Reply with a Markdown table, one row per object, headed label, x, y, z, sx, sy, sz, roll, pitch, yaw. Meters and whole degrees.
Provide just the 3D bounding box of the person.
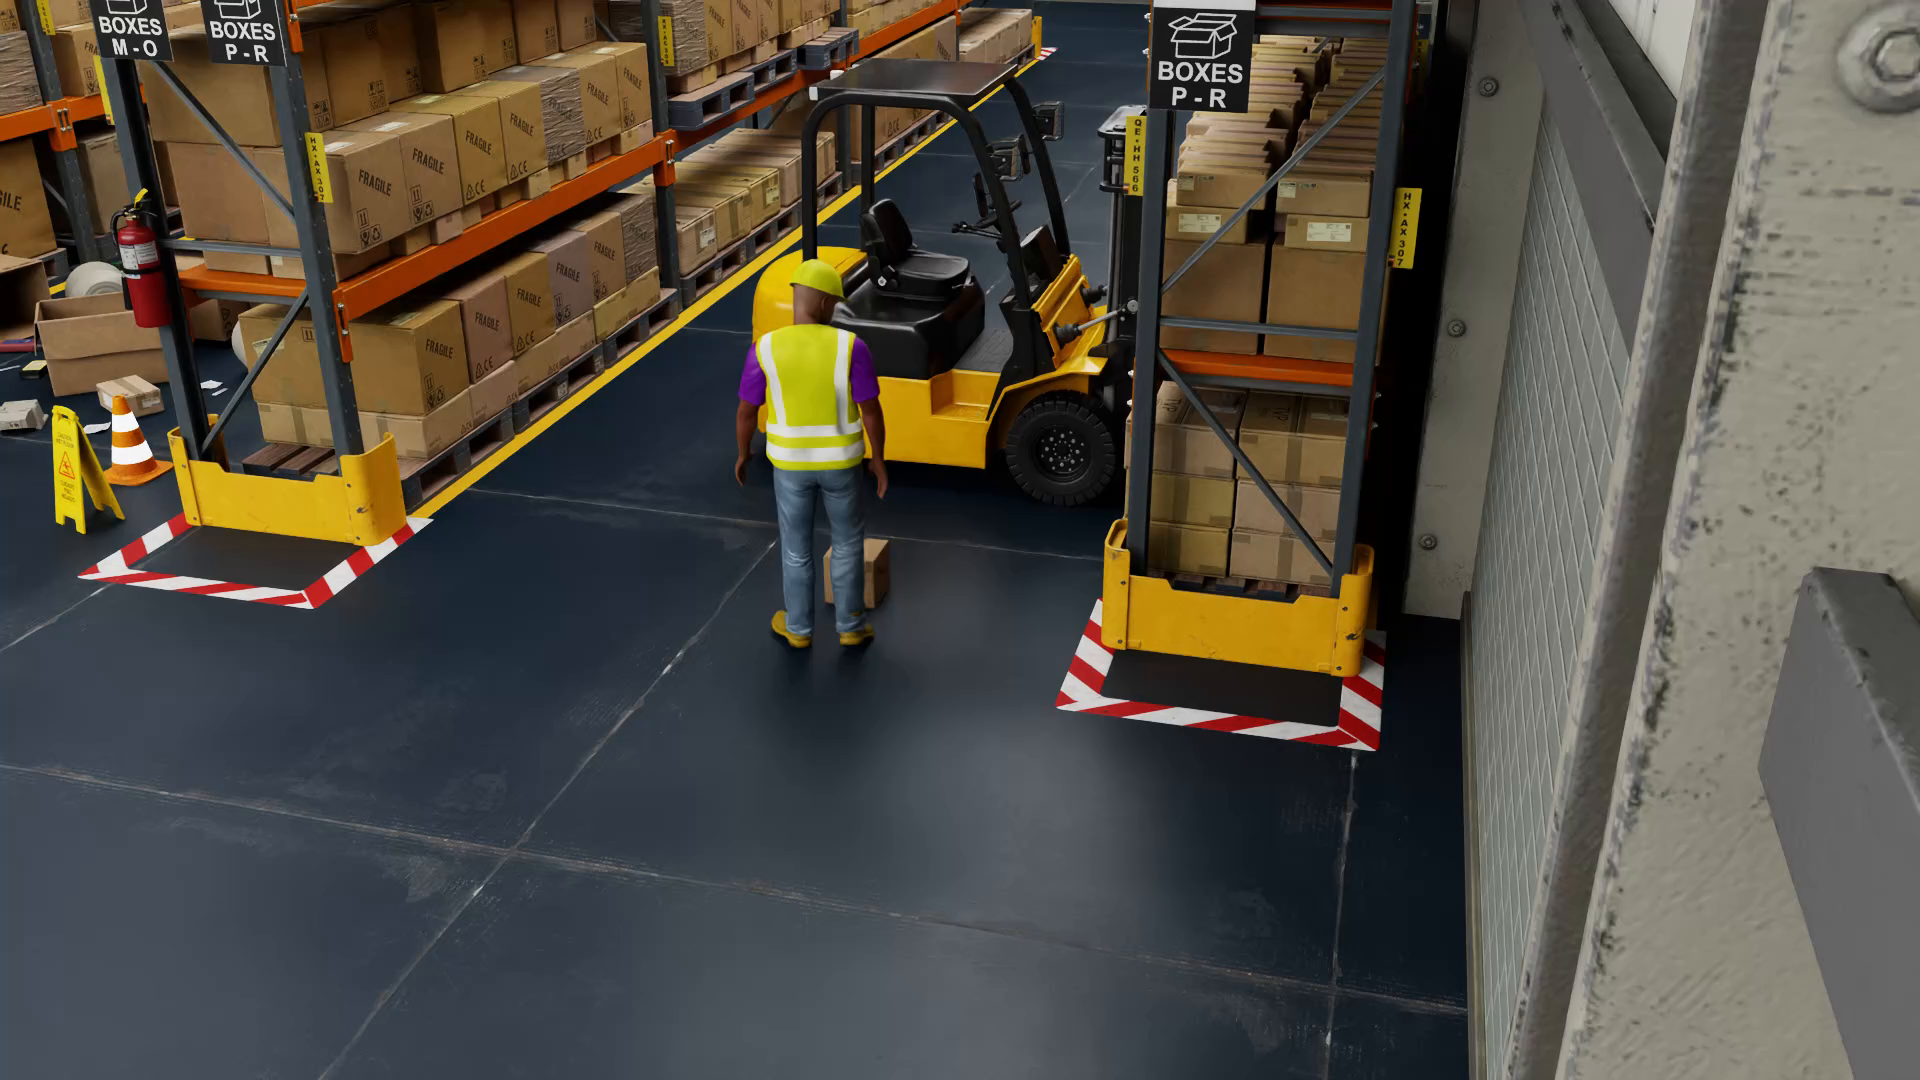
| label | x | y | z | sx | sy | sz | roll | pitch | yaw |
| --- | --- | --- | --- | --- | --- | --- | --- | --- | --- |
| person | -0.627 | -0.332 | 7.296 | 0.486 | 1.798 | 0.368 | -2 | 25 | -3 |
